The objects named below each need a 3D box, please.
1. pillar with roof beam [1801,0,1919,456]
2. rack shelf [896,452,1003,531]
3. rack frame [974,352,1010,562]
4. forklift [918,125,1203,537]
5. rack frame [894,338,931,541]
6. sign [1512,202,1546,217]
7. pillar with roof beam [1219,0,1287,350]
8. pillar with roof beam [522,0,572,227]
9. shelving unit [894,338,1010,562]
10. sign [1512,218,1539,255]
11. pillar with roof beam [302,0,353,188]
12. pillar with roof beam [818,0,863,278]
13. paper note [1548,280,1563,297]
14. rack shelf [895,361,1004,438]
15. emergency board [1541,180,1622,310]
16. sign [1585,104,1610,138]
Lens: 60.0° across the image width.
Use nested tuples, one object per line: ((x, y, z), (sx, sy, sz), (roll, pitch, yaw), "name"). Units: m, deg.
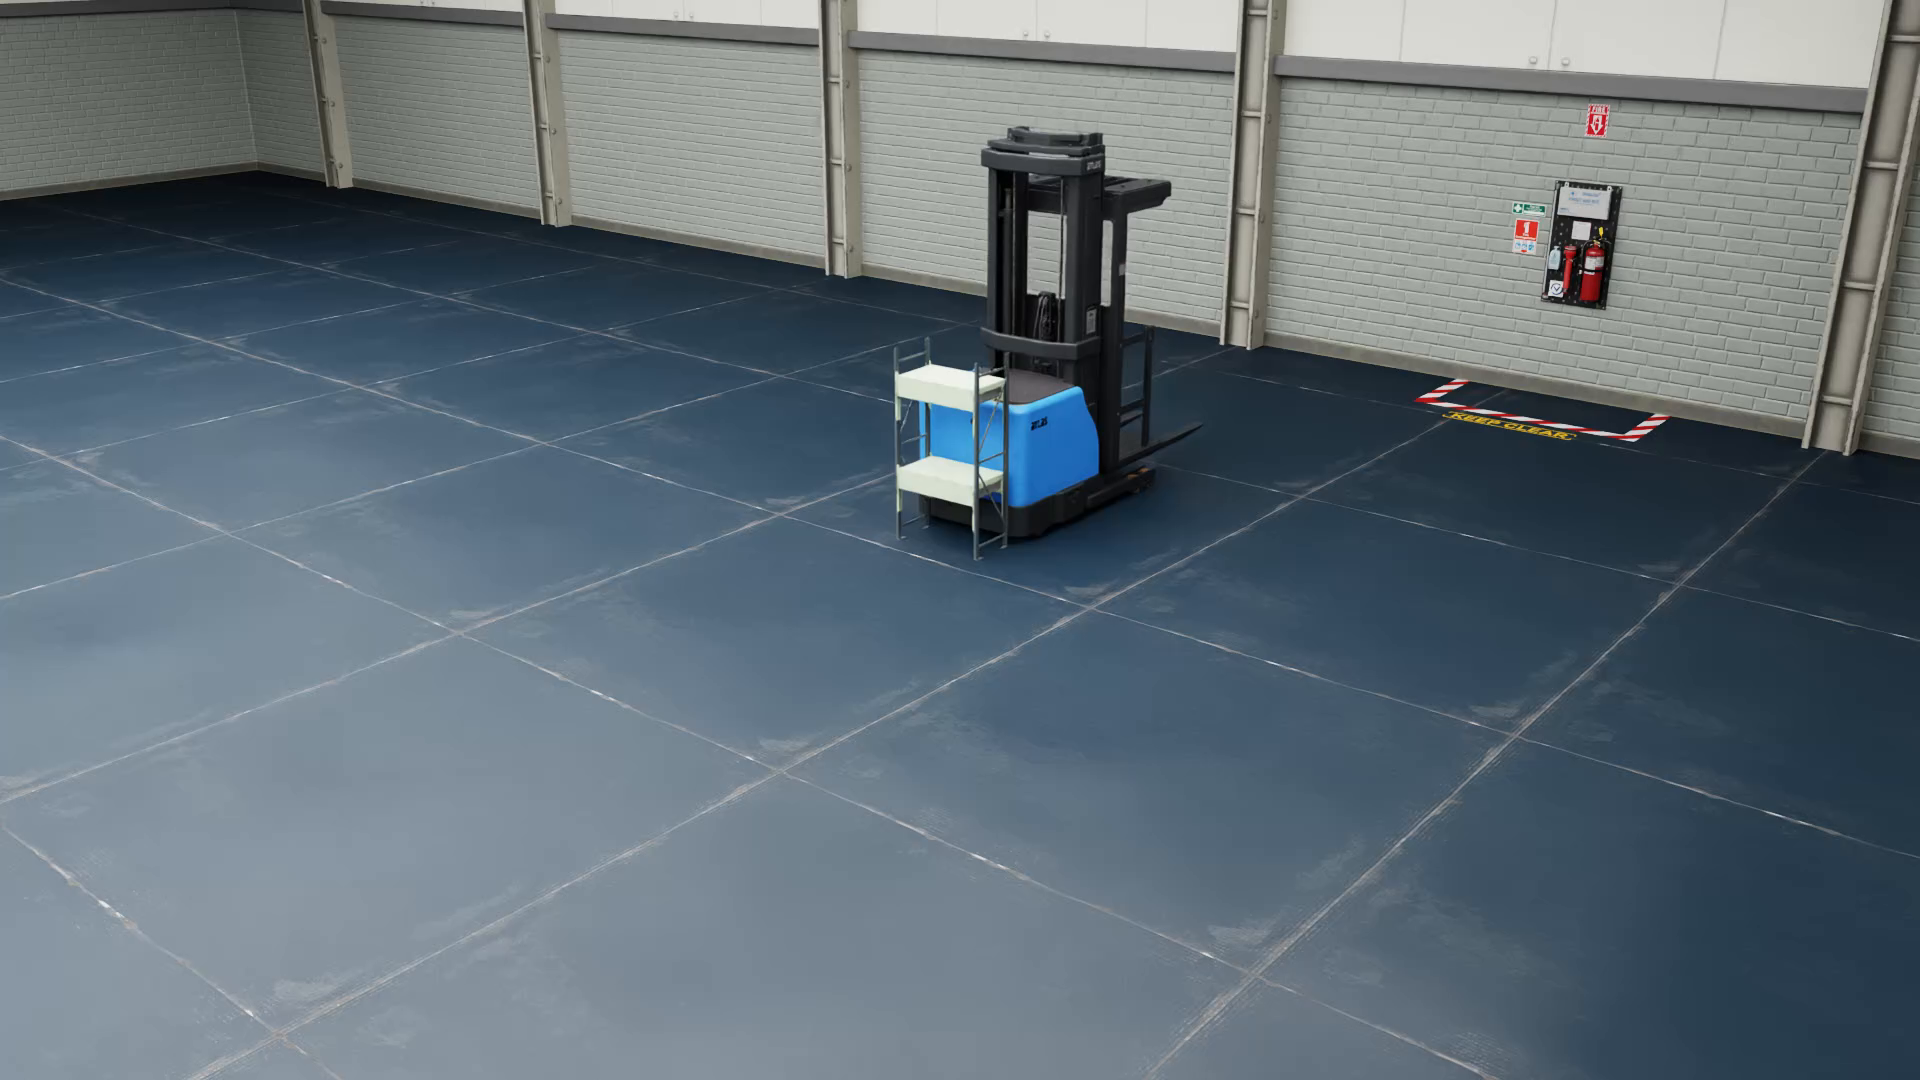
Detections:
((5.047, -3.859, 10.149), (0.400, 9.000, 9.100), (16, 26, 36), "pillar with roof beam")
((-0.062, -0.369, 12.446), (0.720, 0.370, 0.431), (15, 25, 34), "rack shelf")
((0.230, -0.597, 12.124), (0.023, 1.500, 0.400), (15, 25, 34), "rack frame")
((0.972, -1.845, 13.406), (1.130, 2.935, 3.031), (15, 25, 35), "forklift")
((-0.354, -0.752, 12.538), (0.023, 1.500, 0.400), (15, 25, 34), "rack frame")
((5.514, -3.204, 16.111), (0.331, 0.109, 0.001), (16, 26, 36), "sign")
((0.399, -5.198, 13.699), (0.400, 9.000, 9.100), (16, 26, 36), "pillar with roof beam")
((-8.898, -7.875, 20.798), (0.400, 9.000, 9.100), (16, 26, 36), "pillar with roof beam")
((-0.062, -0.674, 12.331), (0.755, 1.500, 0.431), (15, 25, 34), "shelving unit")
((5.516, -2.959, 16.214), (0.234, 0.329, 0.001), (16, 26, 36), "sign")
((-13.546, -9.214, 24.348), (0.400, 9.000, 9.100), (16, 26, 36), "pillar with roof beam")
((-4.249, -6.537, 17.249), (0.400, 9.000, 9.100), (16, 26, 36), "pillar with roof beam")
((5.785, -2.437, 16.128), (0.142, 0.148, 0.016), (16, 26, 36), "paper note")
((-0.062, -1.040, 12.193), (0.720, 0.370, 0.431), (15, 25, 34), "rack shelf")
((5.879, -2.791, 15.818), (0.643, 1.169, 0.194), (16, 26, 36), "emergency board")
((5.936, -3.905, 15.486), (0.199, 0.298, 0.001), (16, 26, 36), "sign")
